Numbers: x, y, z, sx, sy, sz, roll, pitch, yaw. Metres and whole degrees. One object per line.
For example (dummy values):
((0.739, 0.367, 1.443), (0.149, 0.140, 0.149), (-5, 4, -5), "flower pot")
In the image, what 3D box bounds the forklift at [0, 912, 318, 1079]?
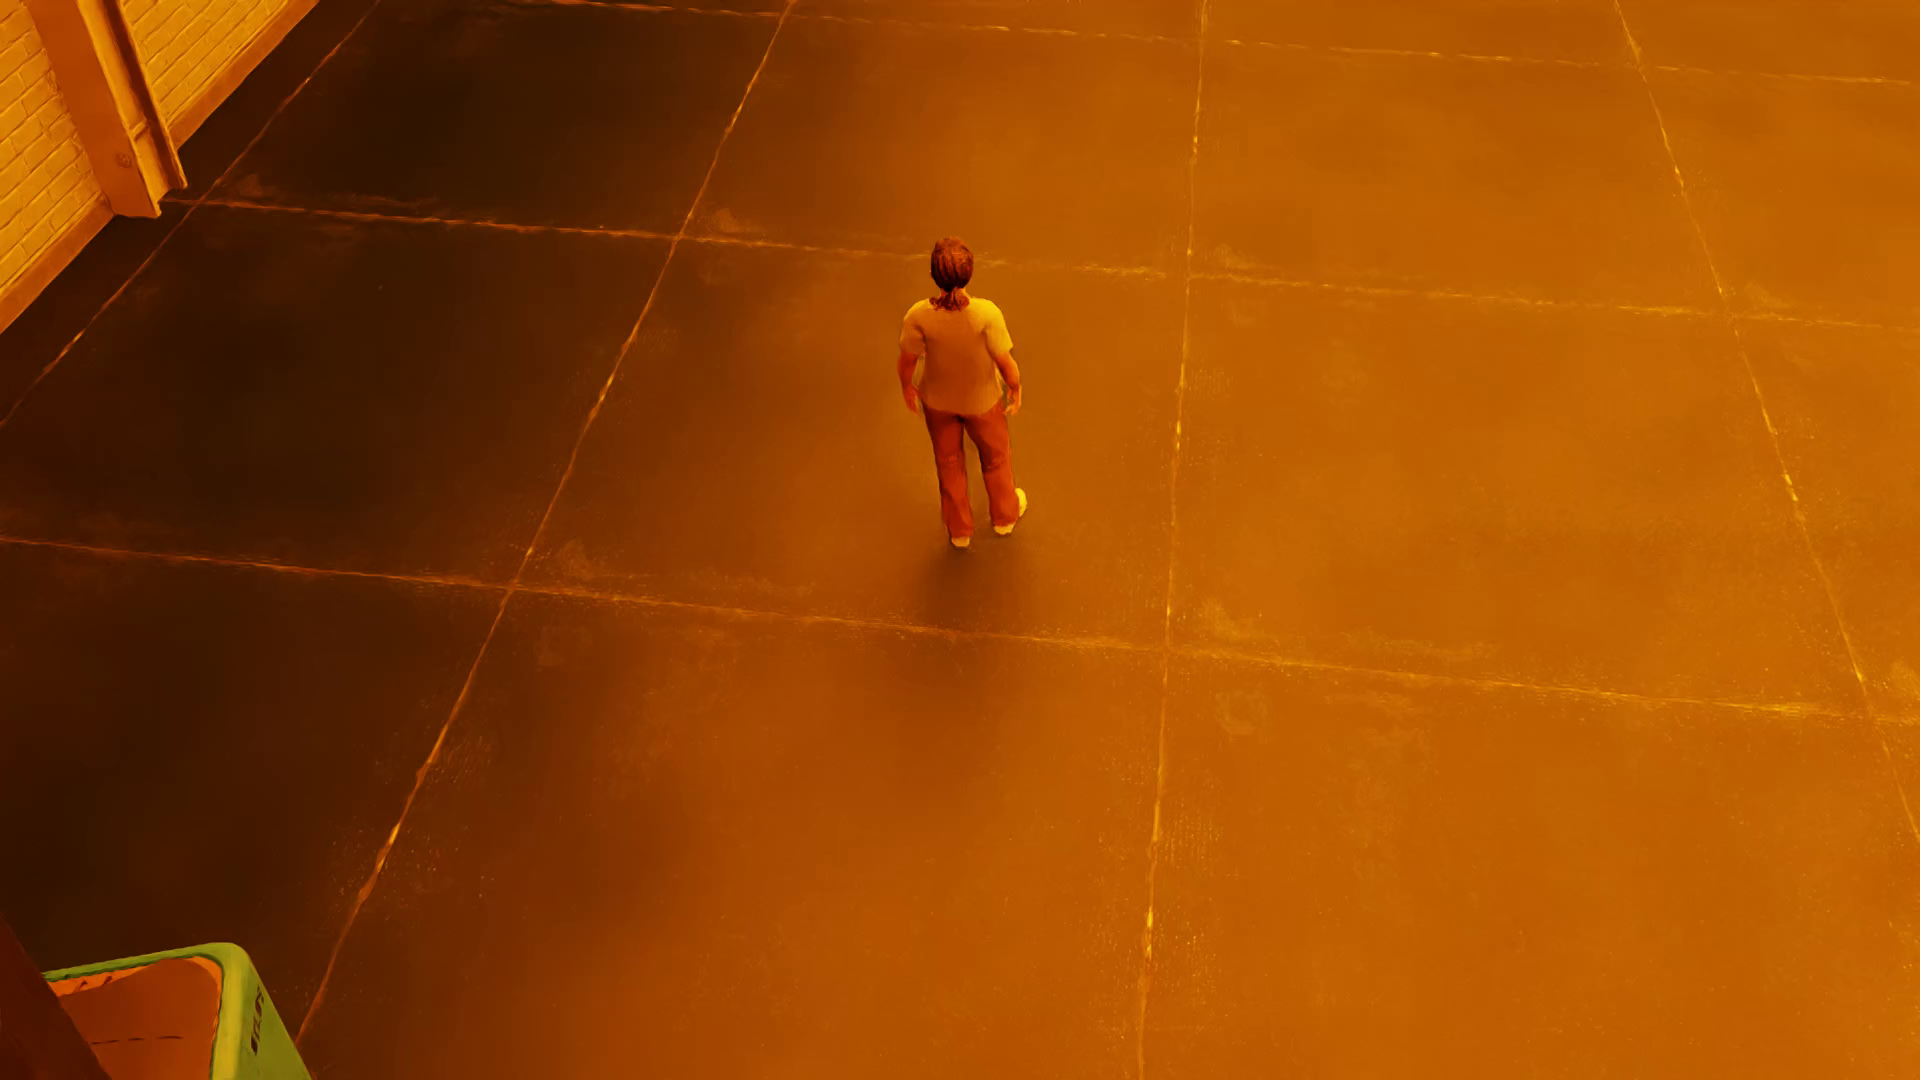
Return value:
((-2.325, 1.954, 3.597), (1.130, 2.935, 3.031), (-8, 43, -9), "forklift")

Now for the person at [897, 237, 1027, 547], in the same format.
((0.021, -0.671, 7.372), (0.554, 1.674, 0.548), (5, 43, 6), "person")
